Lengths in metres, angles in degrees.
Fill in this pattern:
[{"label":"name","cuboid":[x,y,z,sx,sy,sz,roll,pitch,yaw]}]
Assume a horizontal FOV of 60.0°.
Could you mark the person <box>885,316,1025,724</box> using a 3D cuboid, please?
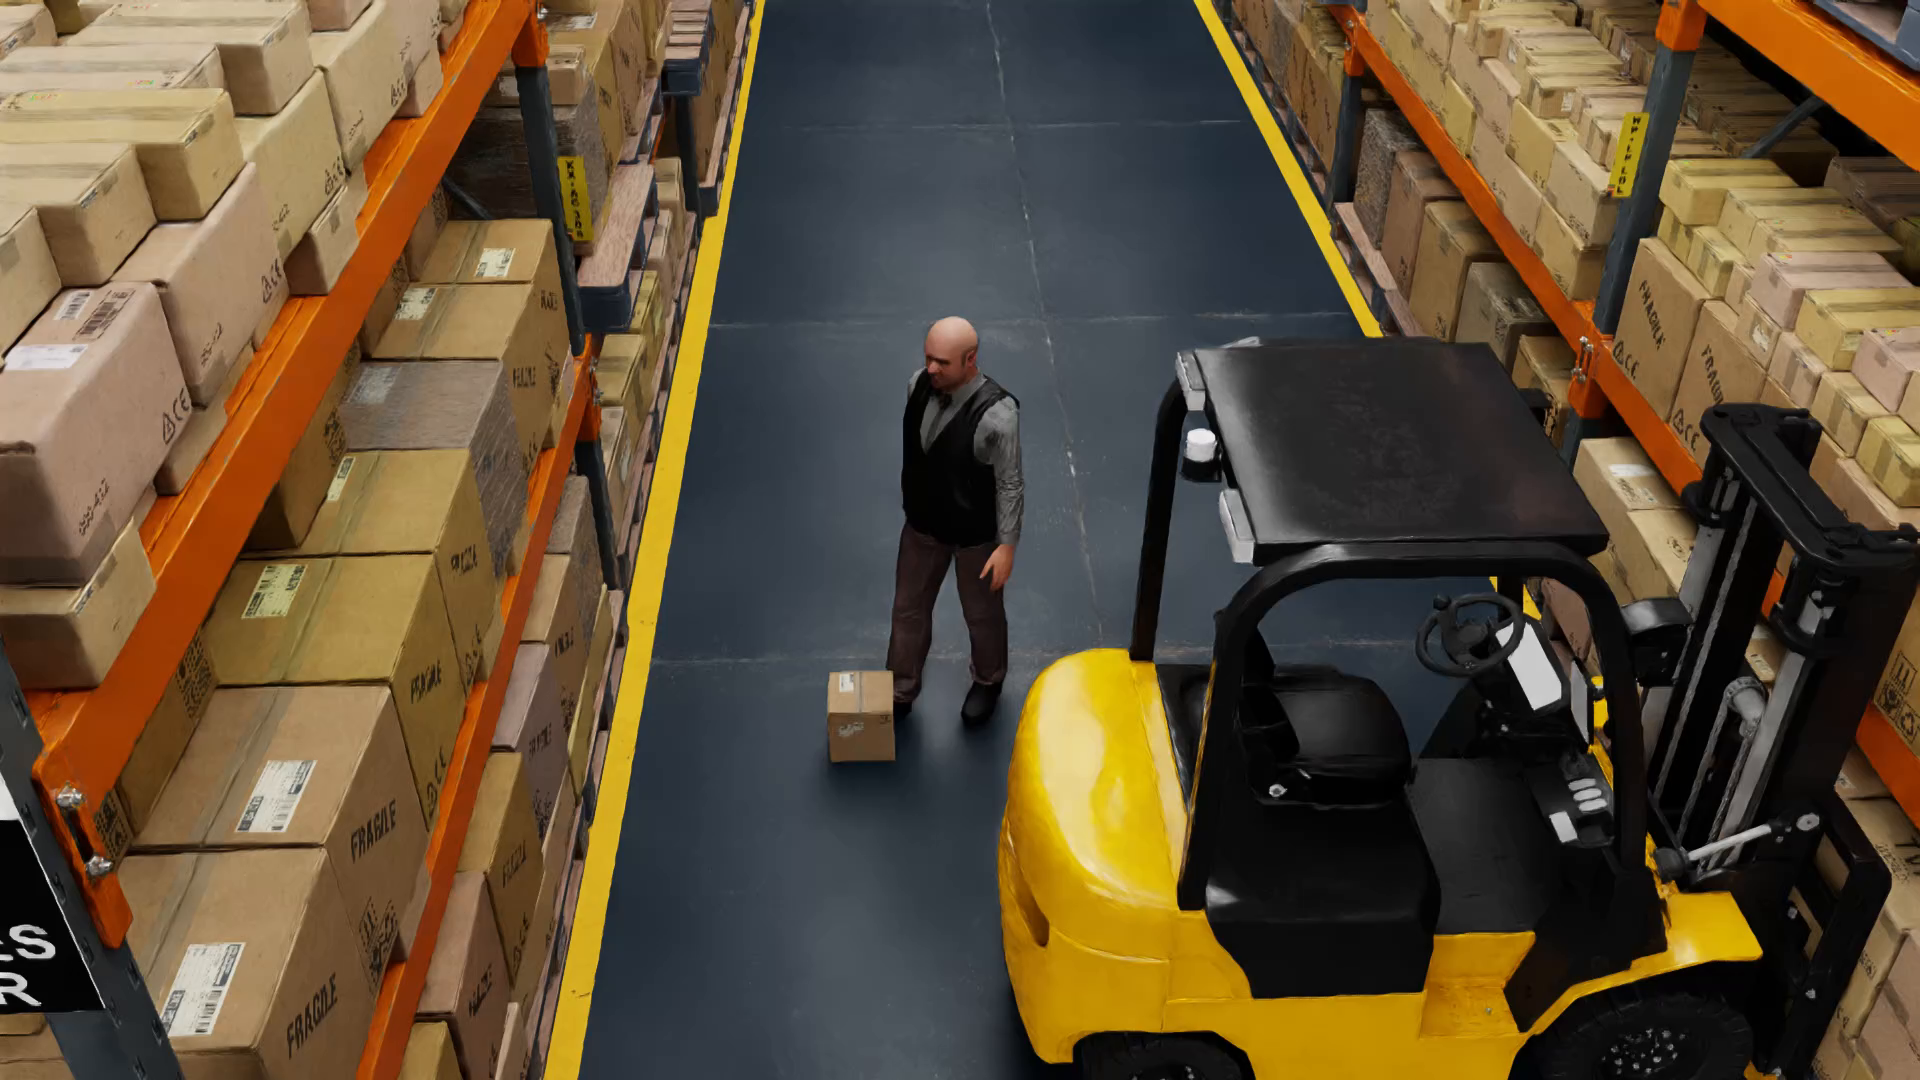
[{"label":"person","cuboid":[-0.074,0.000,6.146,0.583,1.719,0.659,25,42,31]}]
